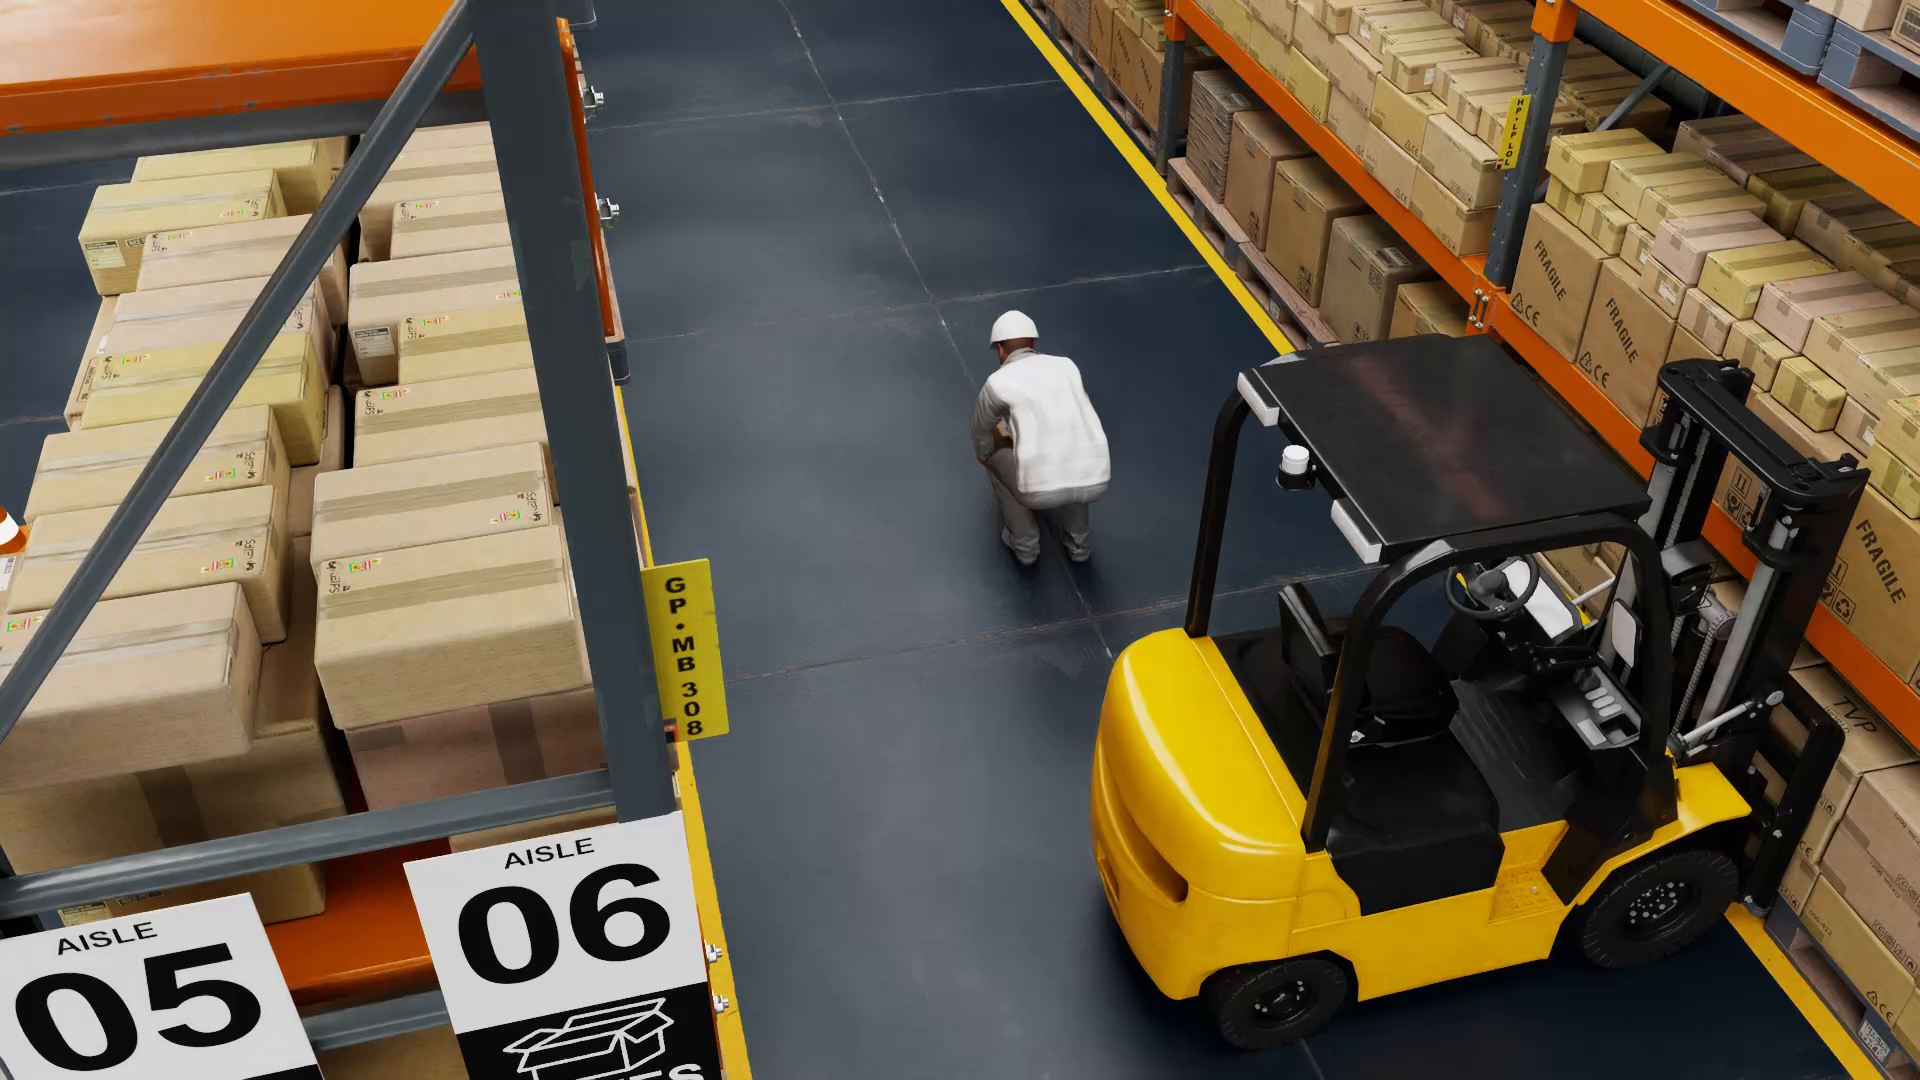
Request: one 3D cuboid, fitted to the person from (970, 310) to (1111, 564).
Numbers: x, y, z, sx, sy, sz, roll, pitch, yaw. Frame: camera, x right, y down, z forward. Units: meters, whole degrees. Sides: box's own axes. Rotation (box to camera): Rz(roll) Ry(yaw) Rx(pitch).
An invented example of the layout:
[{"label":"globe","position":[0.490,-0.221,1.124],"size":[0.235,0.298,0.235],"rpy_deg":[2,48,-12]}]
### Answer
[{"label":"person","position":[0.362,-0.440,7.821],"size":[0.551,1.085,0.870],"rpy_deg":[-9,39,-12]}]
